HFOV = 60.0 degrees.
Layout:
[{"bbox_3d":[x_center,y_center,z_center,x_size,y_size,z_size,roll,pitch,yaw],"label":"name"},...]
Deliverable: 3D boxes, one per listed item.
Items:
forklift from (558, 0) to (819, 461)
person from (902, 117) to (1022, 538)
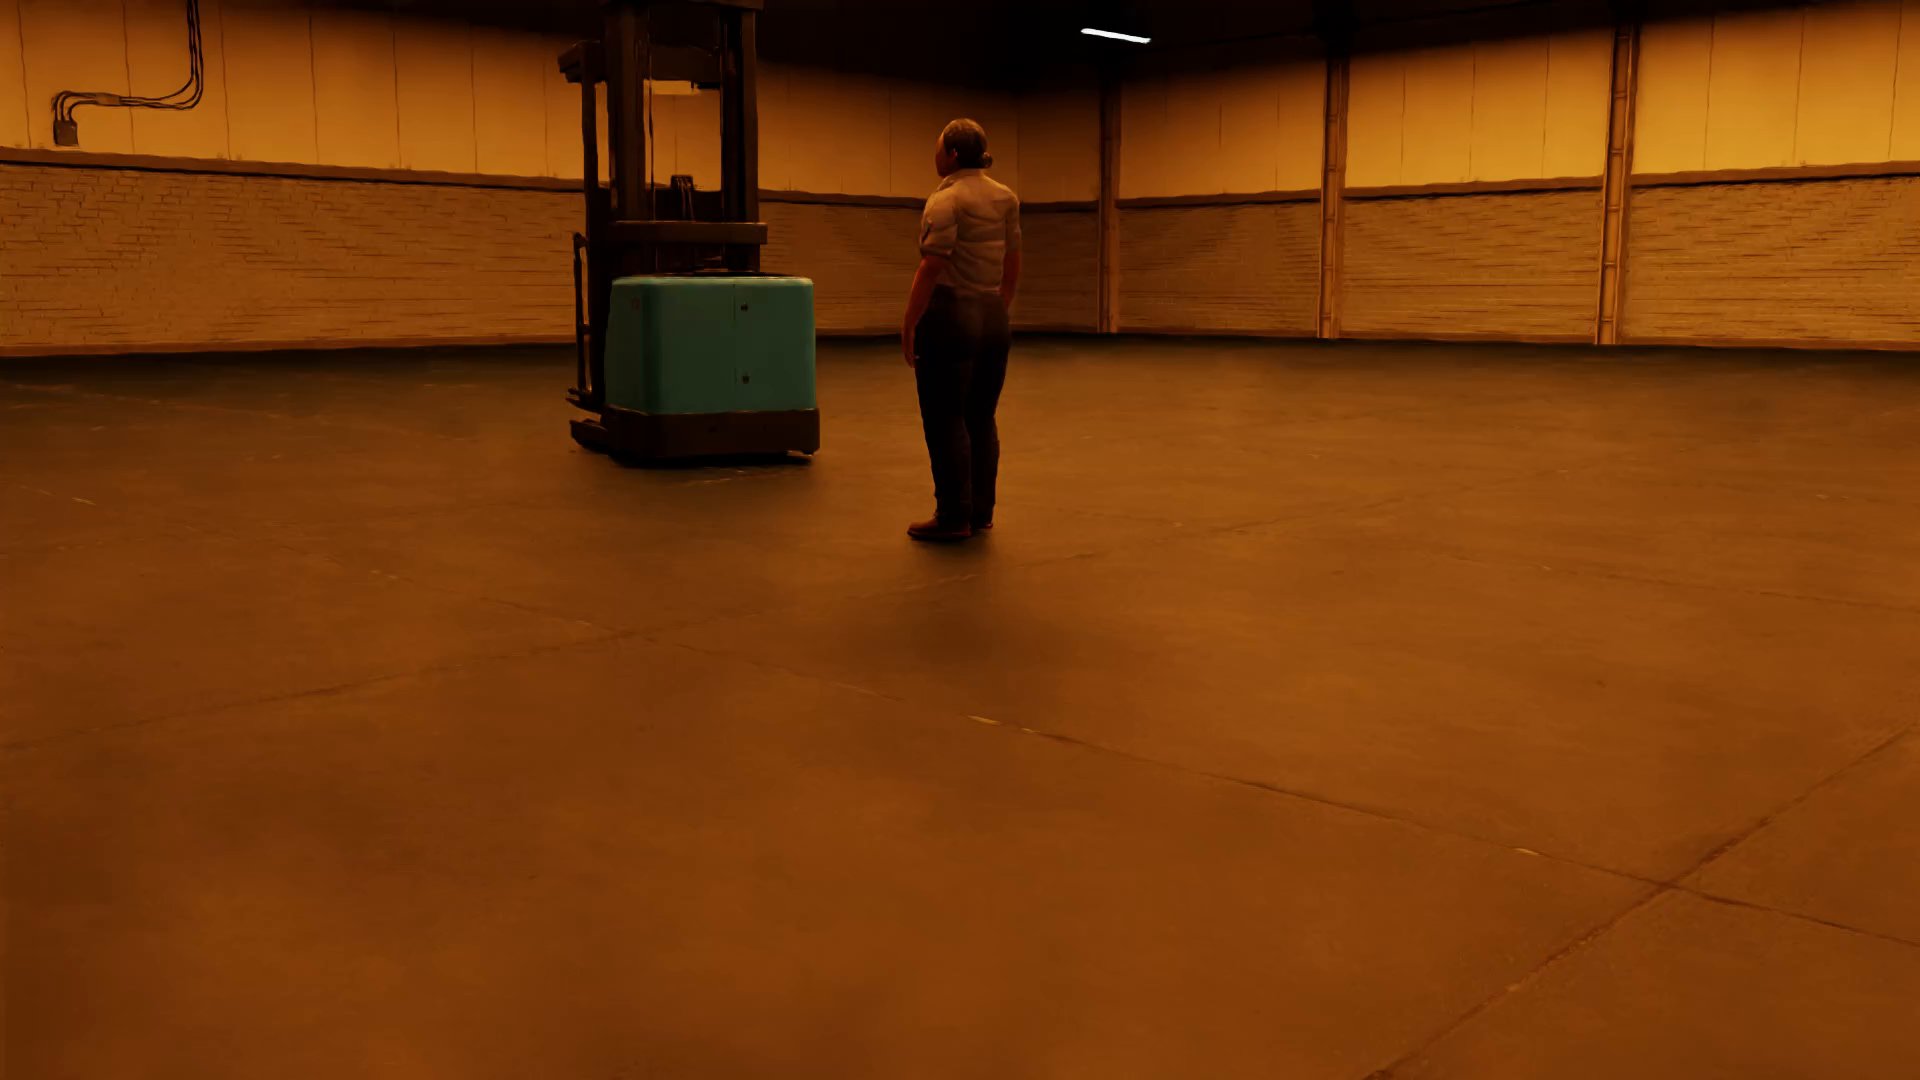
[{"bbox_3d":[-1.911,-2.078,10.678,1.130,2.935,3.031,-4,9,-25],"label":"forklift"},{"bbox_3d":[-0.049,-0.833,6.672,0.502,1.650,0.599,8,12,43],"label":"person"}]
